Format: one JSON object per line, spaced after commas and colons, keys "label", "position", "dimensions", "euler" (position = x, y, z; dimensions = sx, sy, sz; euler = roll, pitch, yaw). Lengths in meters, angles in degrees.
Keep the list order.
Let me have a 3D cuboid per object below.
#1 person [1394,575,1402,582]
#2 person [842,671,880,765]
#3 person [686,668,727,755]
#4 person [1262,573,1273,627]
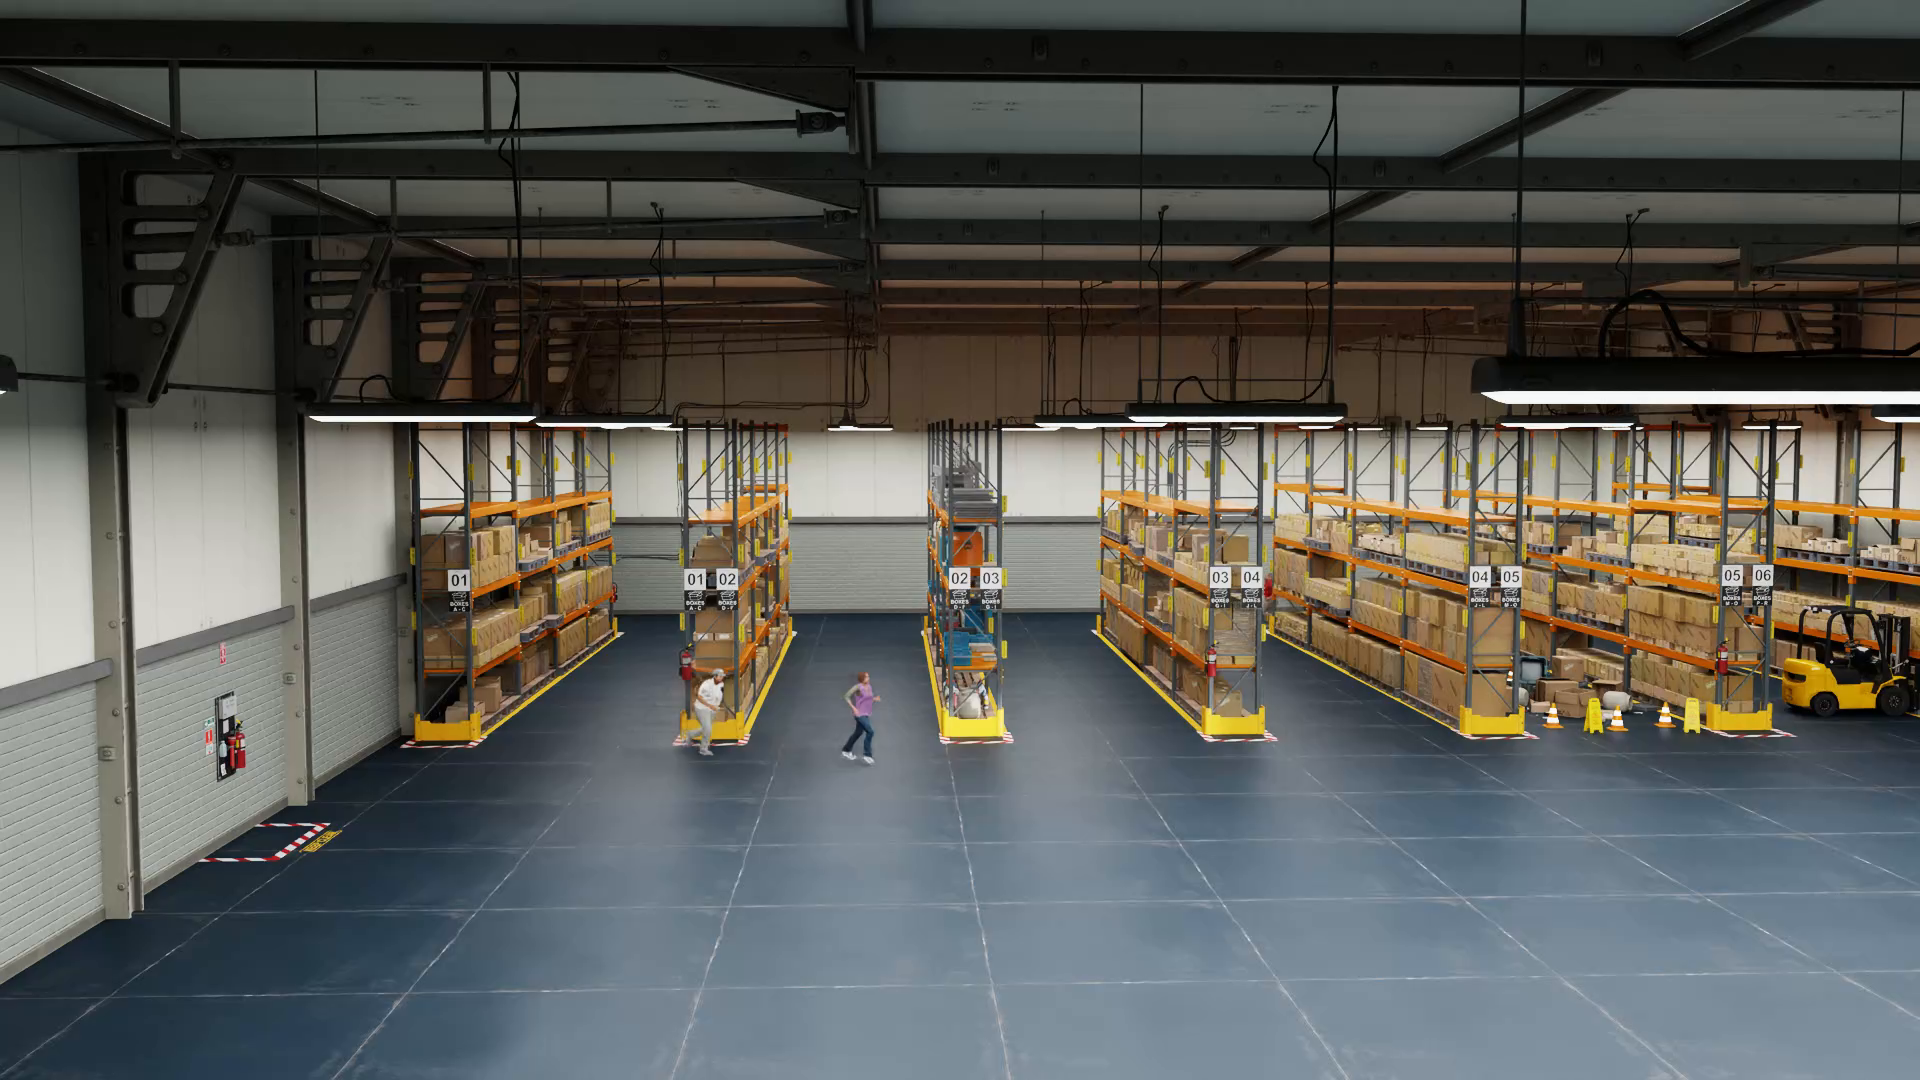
{"label": "person", "position": [13.016, 1.687, 49.264], "dimensions": [0.676, 1.845, 0.683], "euler": [0, 4, 0]}
{"label": "person", "position": [-1.713, 3.094, 28.885], "dimensions": [0.723, 1.626, 0.510], "euler": [2, 4, 23]}
{"label": "person", "position": [-4.535, 3.055, 29.790], "dimensions": [0.898, 1.566, 0.600], "euler": [2, 4, 33]}
{"label": "person", "position": [9.044, 1.769, 48.954], "dimensions": [0.581, 1.642, 0.696], "euler": [0, 4, -1]}
